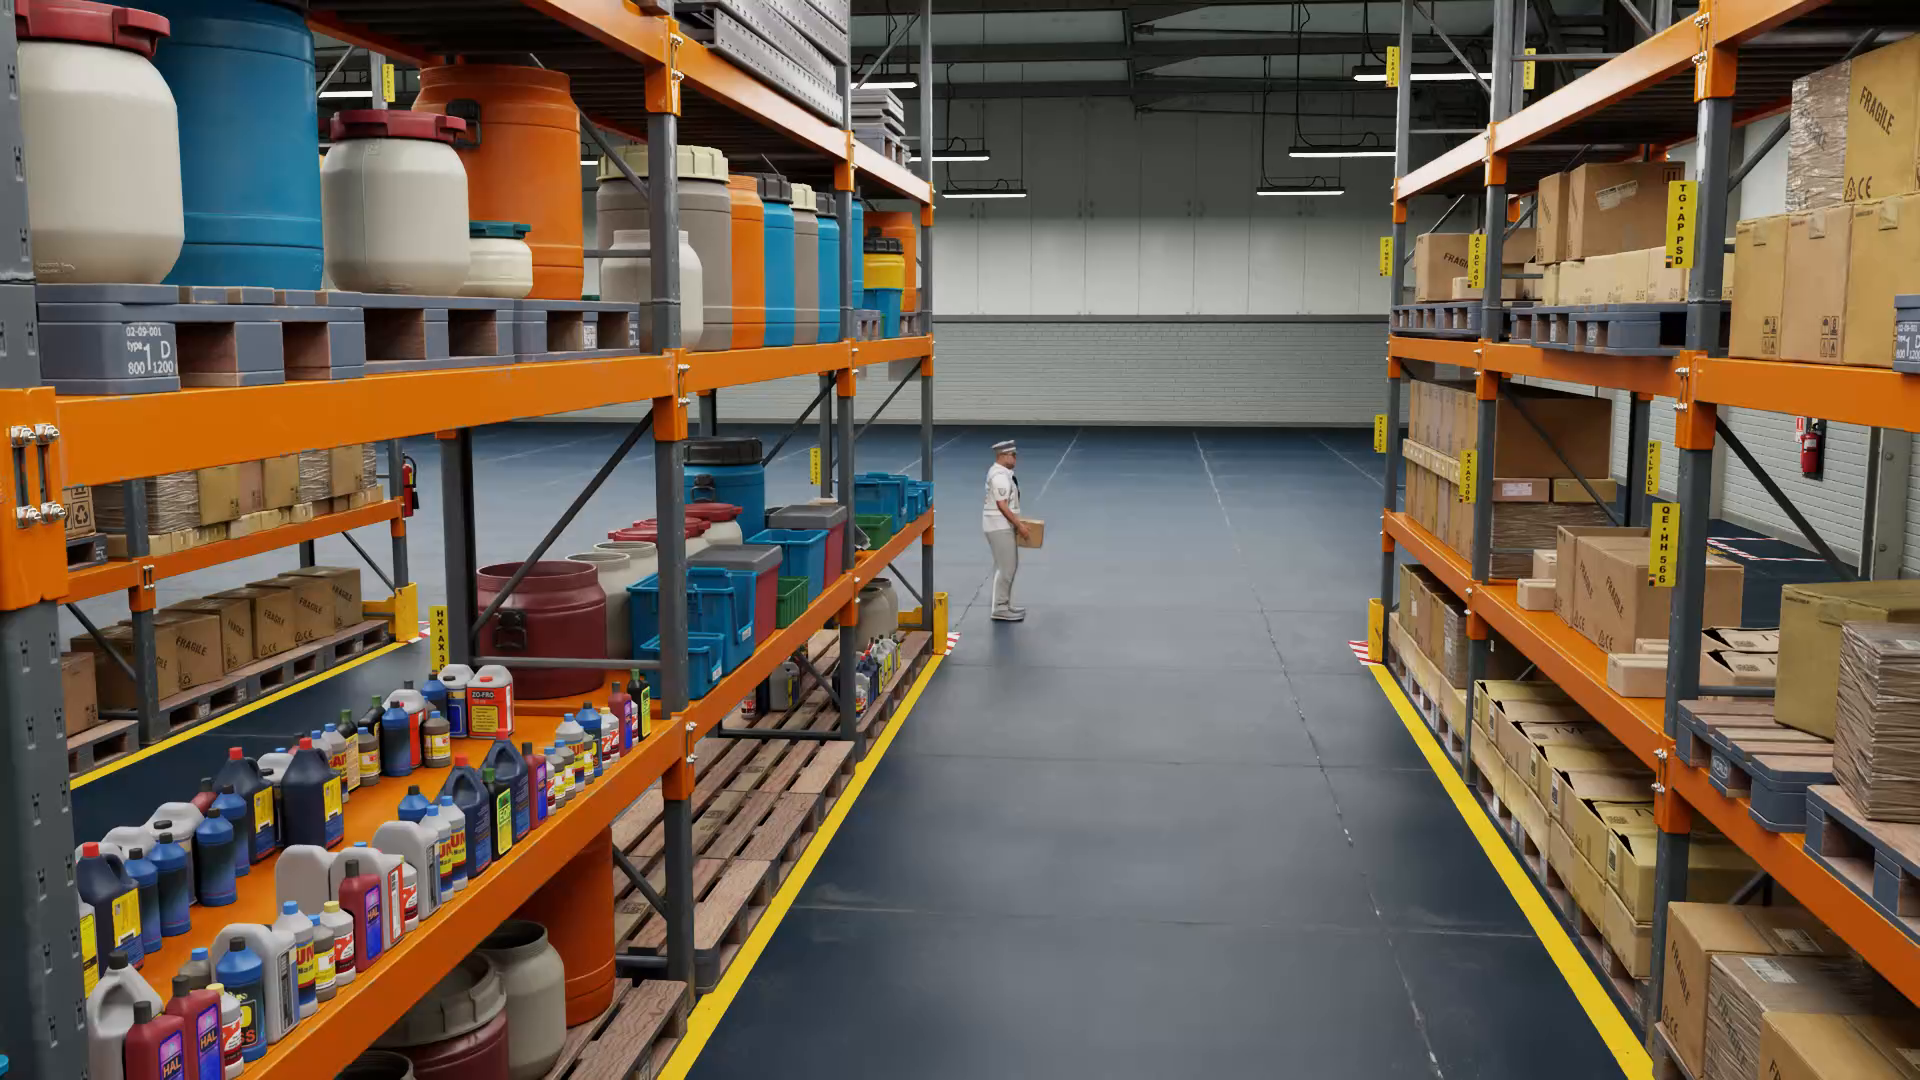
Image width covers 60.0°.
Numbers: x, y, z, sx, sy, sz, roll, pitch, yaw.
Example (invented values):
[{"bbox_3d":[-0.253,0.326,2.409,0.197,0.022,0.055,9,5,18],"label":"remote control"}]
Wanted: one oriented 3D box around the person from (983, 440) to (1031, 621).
[{"bbox_3d":[0.473,-0.110,16.511,0.491,1.770,0.533,1,8,5],"label":"person"}]
